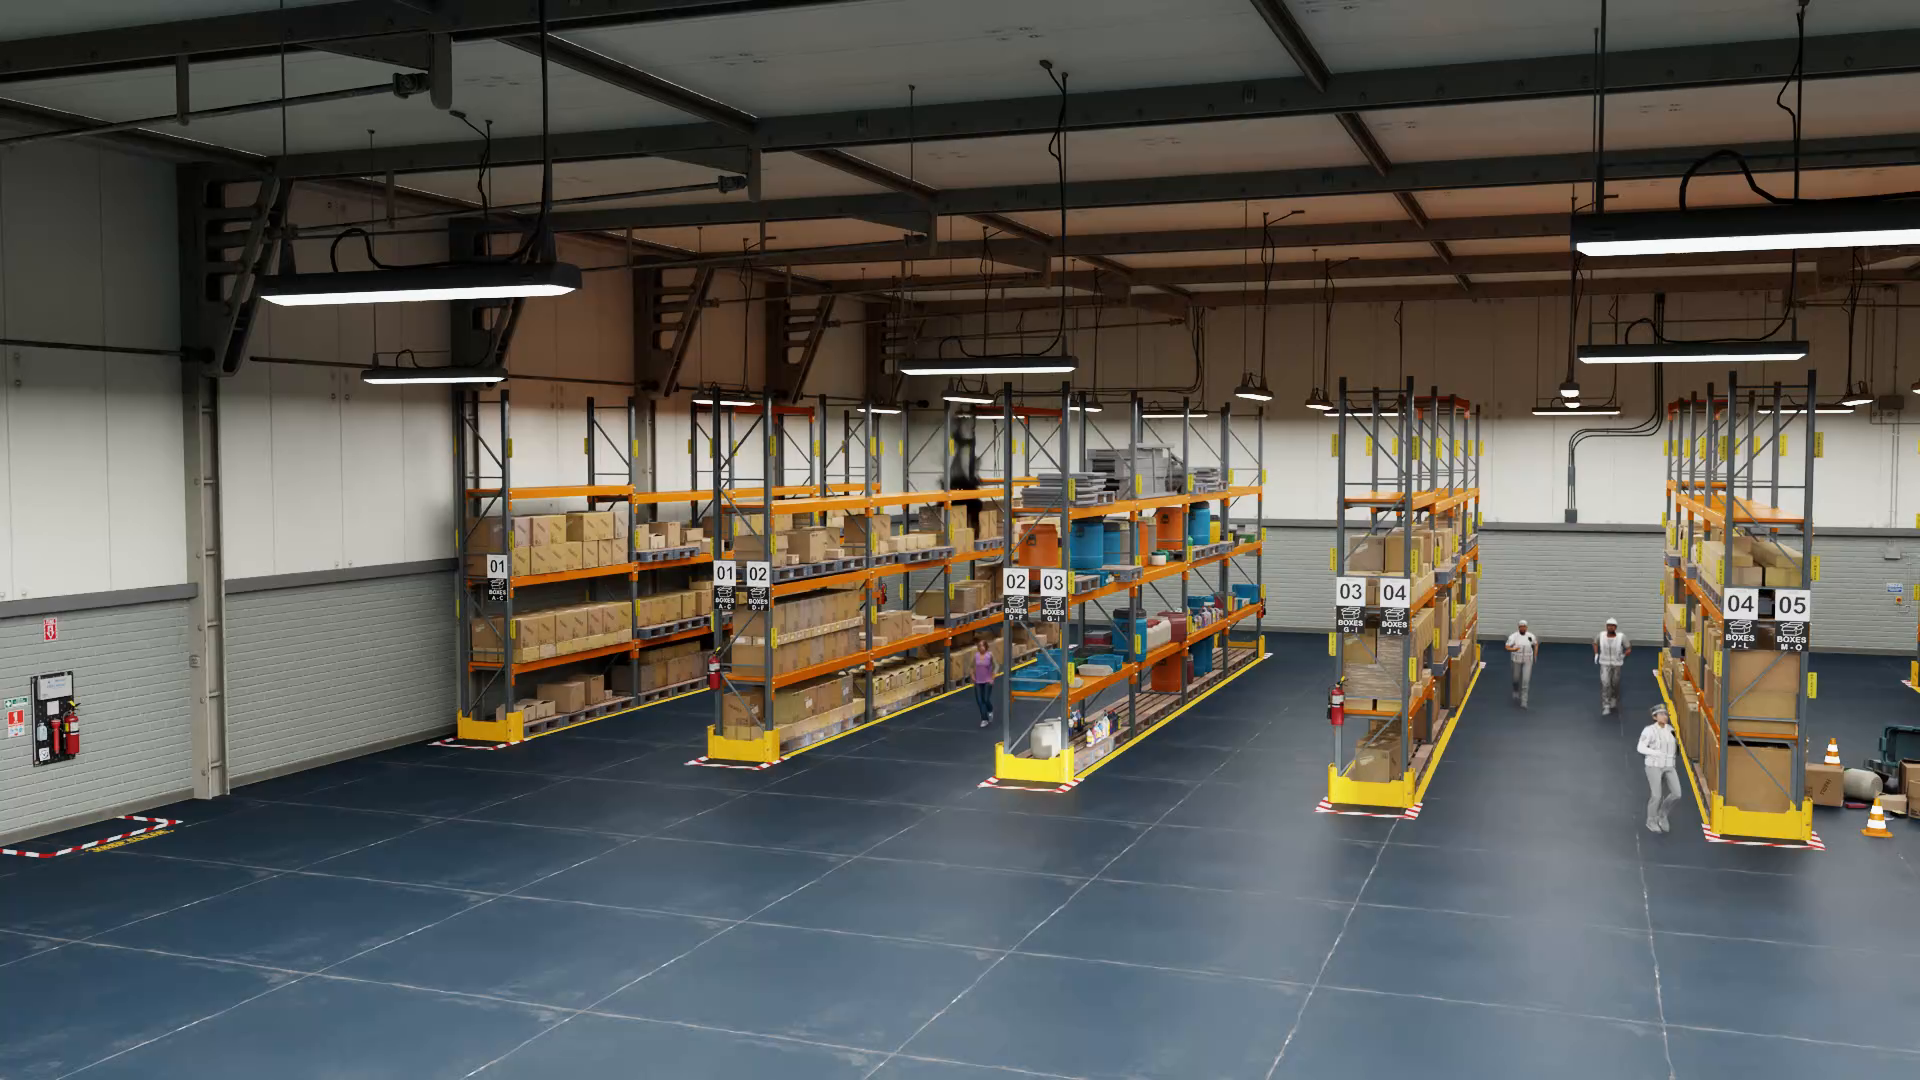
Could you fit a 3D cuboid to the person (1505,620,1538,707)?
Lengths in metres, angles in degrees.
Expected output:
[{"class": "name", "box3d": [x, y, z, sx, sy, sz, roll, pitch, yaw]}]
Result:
[{"class": "person", "box3d": [10.937, 2.378, 32.379, 0.628, 1.652, 0.874, 1, 3, 15]}]

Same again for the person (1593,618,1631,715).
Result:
[{"class": "person", "box3d": [12.343, 2.374, 31.494, 0.683, 1.792, 0.935, 1, 3, 23]}]

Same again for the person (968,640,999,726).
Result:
[{"class": "person", "box3d": [0.405, 2.574, 29.936, 0.543, 1.567, 0.530, 1, 3, 16]}]

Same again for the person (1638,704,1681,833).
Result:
[{"class": "person", "box3d": [9.166, 2.976, 21.650, 0.628, 1.691, 0.522, -1, 3, -13]}]
